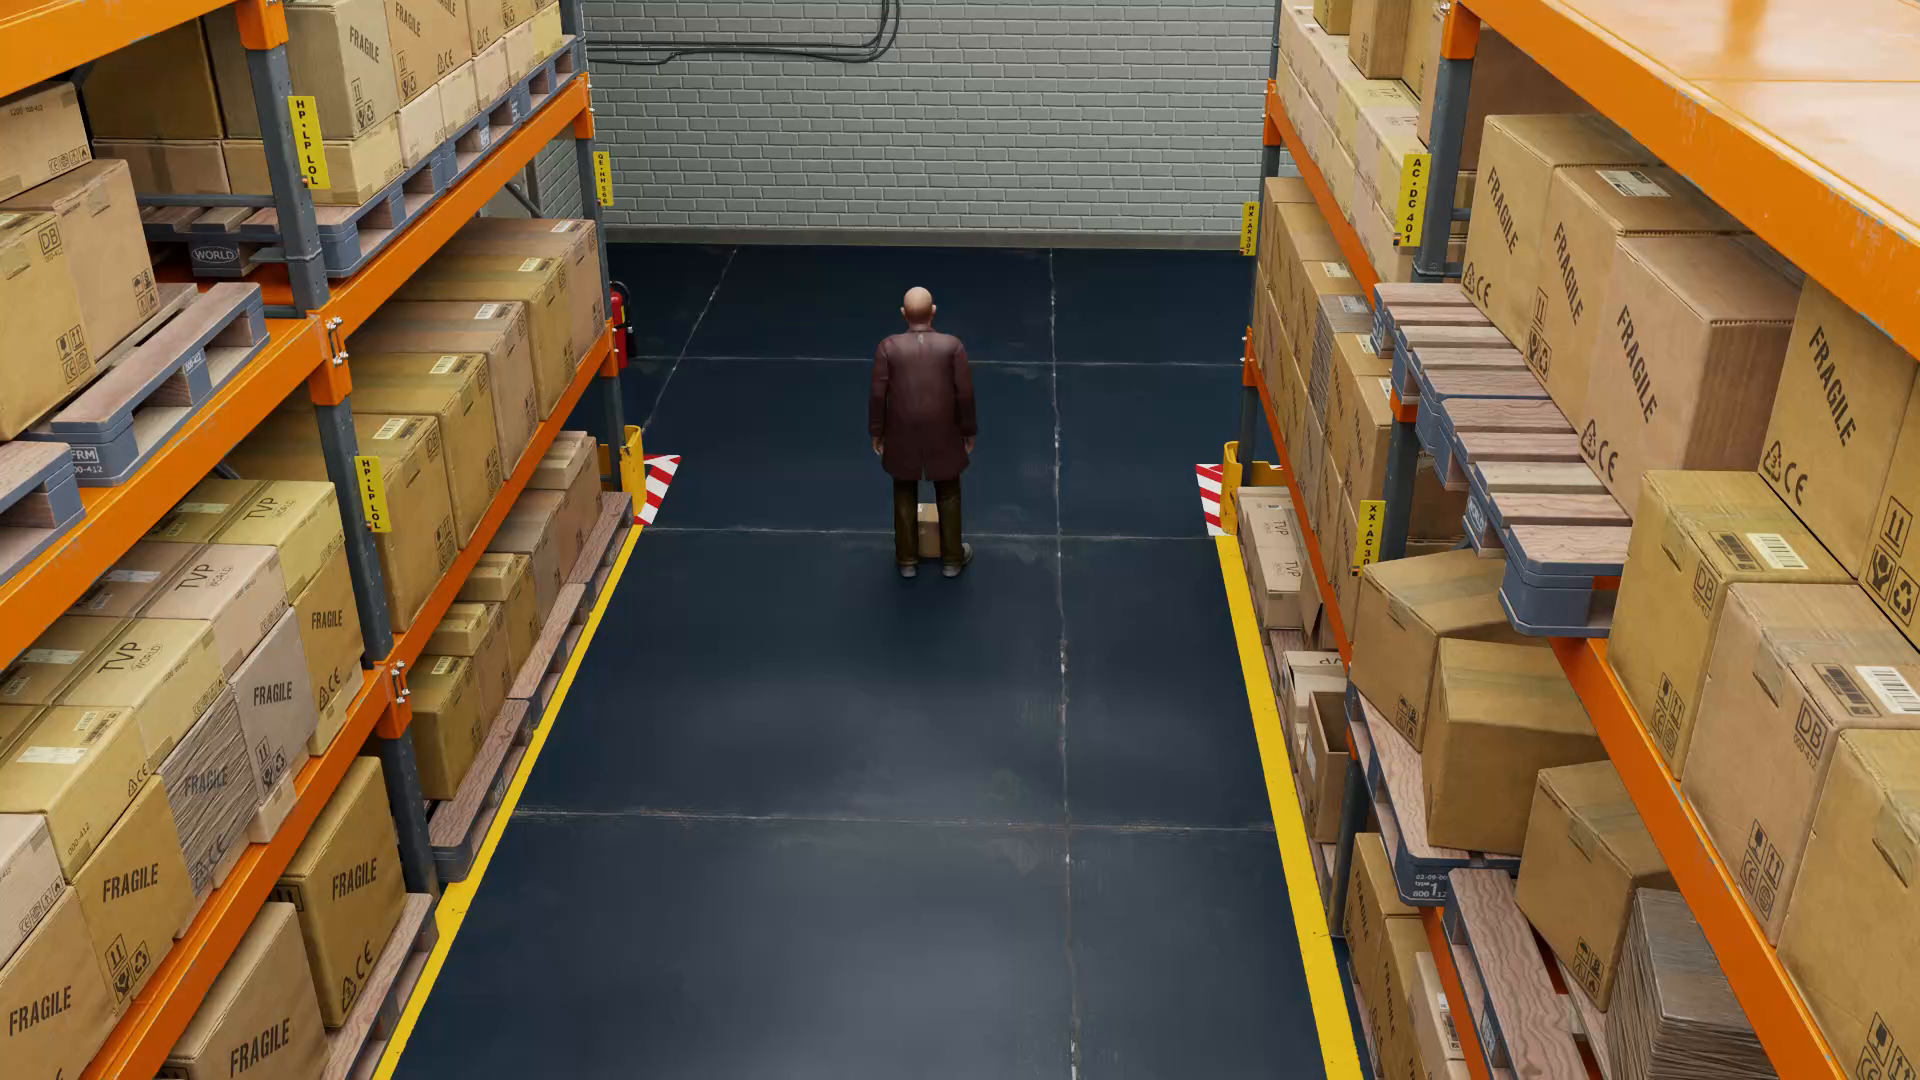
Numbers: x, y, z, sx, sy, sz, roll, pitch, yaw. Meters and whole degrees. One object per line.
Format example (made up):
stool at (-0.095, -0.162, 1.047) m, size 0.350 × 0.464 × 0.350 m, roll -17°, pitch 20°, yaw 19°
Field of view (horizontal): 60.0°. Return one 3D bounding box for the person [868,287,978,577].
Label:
person at (-0.218, -0.537, 9.875) m, size 0.652 × 1.577 × 0.417 m, roll 1°, pitch 28°, yaw 1°
